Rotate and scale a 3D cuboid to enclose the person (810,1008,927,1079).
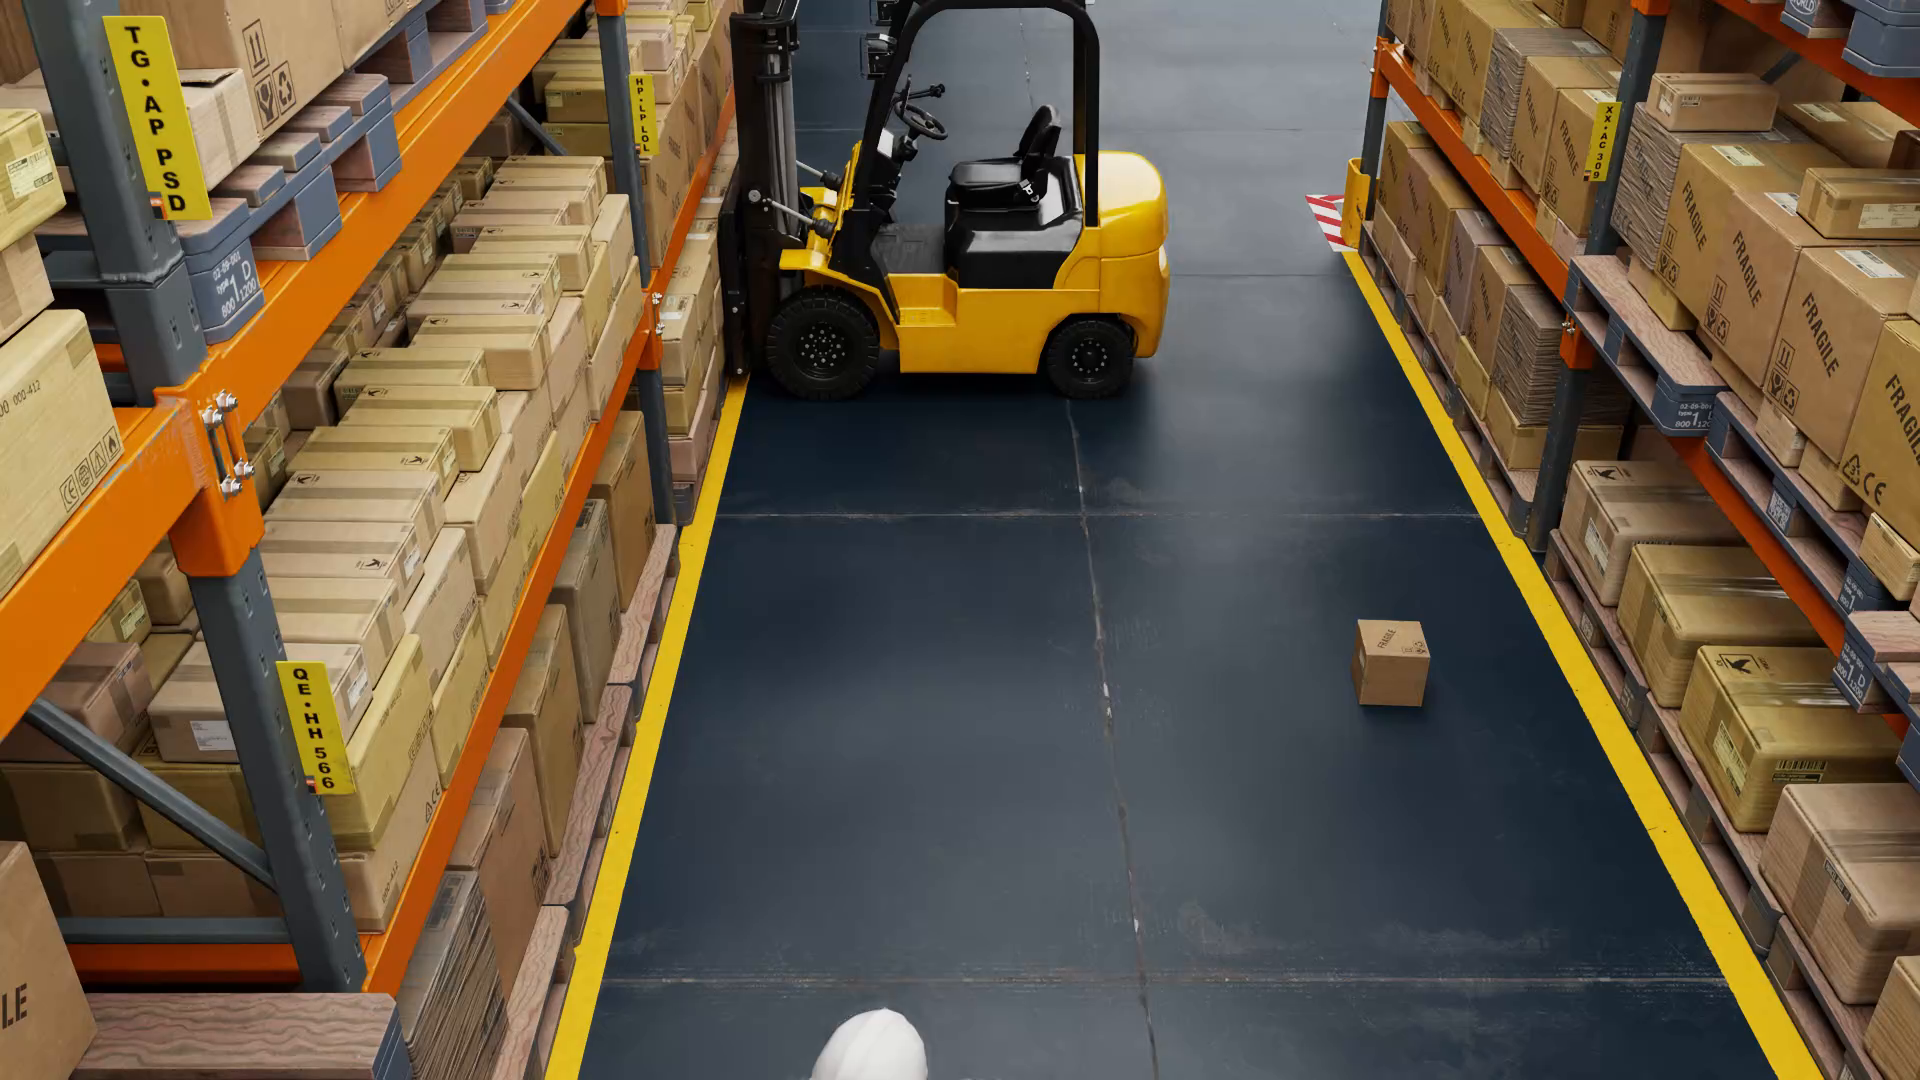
[{"bbox_3d":[-0.232,1.701,3.300,0.581,1.753,0.720,13,34,21],"label":"person"}]
